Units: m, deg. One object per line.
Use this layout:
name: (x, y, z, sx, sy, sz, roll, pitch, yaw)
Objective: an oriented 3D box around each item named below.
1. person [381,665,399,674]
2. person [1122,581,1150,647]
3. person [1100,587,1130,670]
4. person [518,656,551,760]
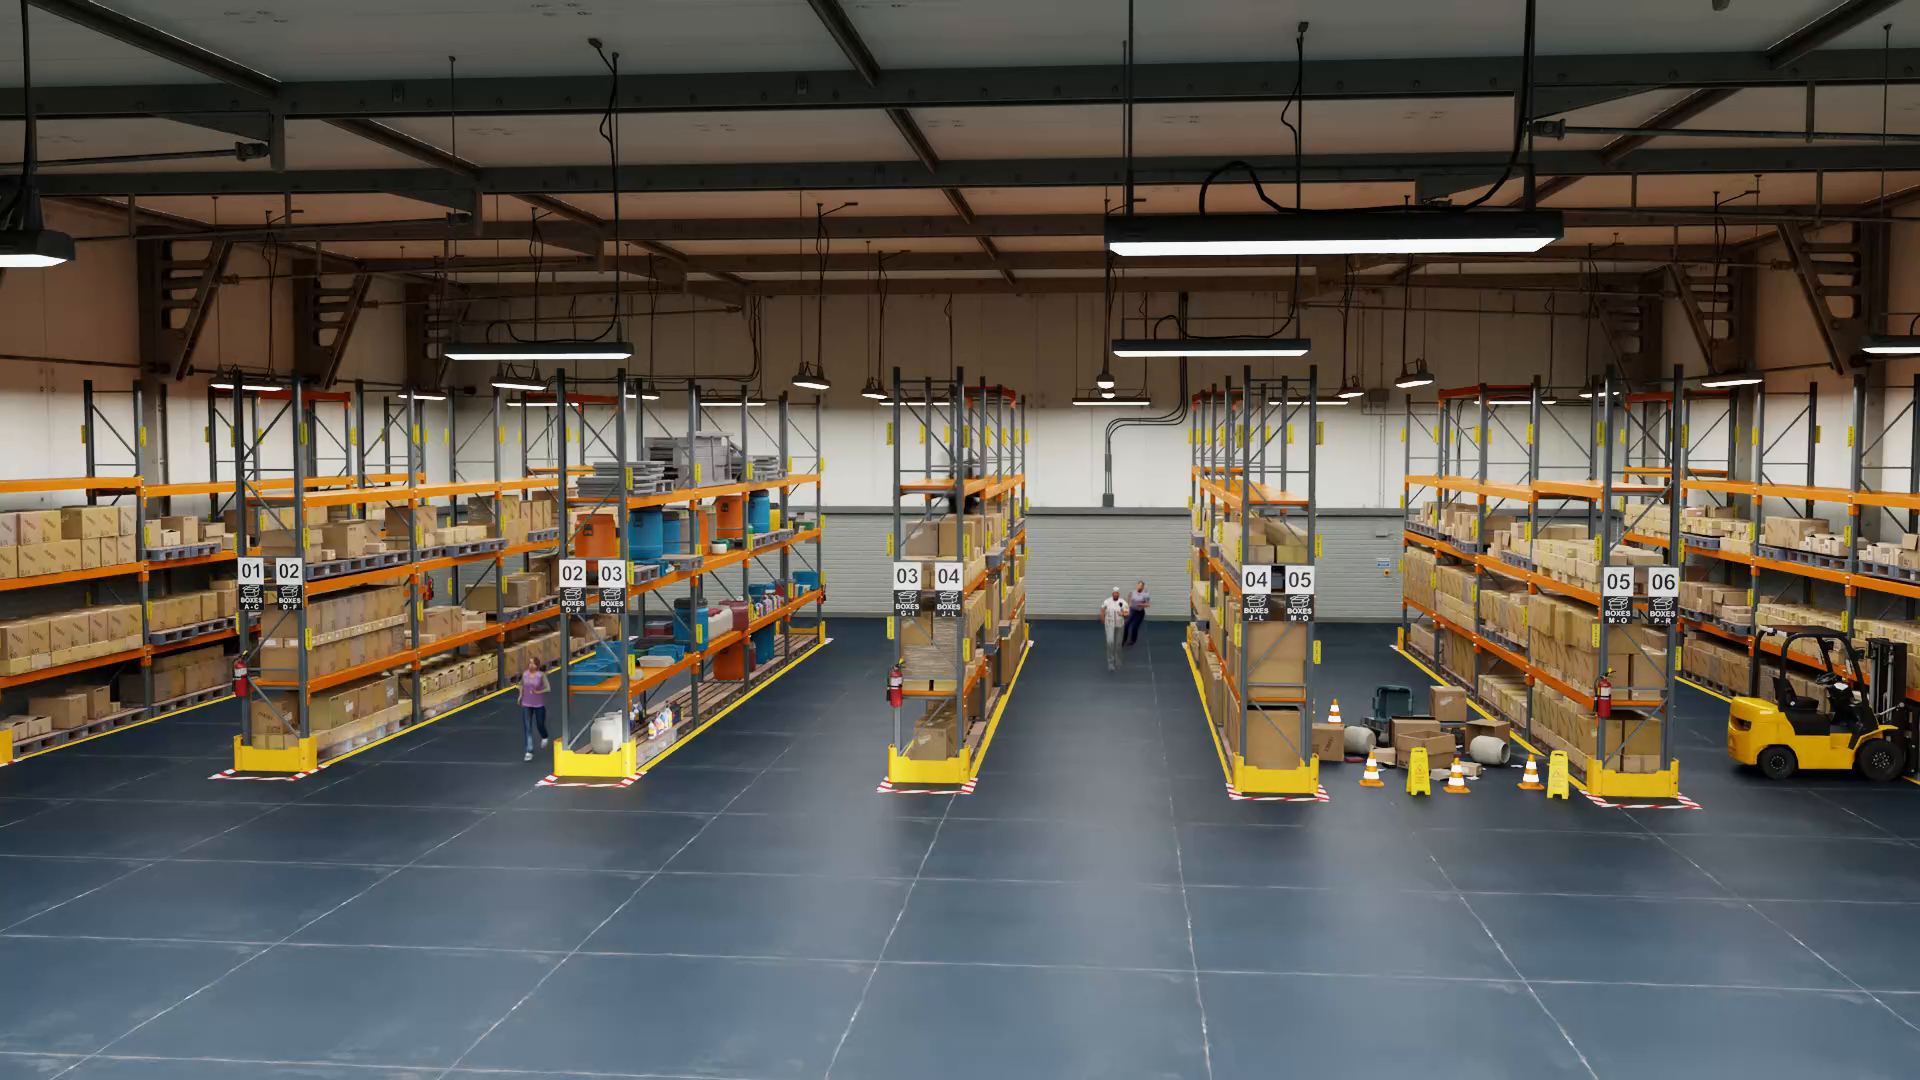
person: (-11.011, 2.149, 32.071, 0.684, 1.713, 0.828, 0, 4, 0)
person: (4.170, 1.763, 39.557, 0.741, 1.611, 0.692, 1, 4, 22)
person: (3.215, 1.805, 34.433, 0.589, 1.681, 0.818, 0, 4, 1)
person: (-6.643, 2.590, 25.923, 0.545, 1.573, 0.858, 0, 4, 0)
